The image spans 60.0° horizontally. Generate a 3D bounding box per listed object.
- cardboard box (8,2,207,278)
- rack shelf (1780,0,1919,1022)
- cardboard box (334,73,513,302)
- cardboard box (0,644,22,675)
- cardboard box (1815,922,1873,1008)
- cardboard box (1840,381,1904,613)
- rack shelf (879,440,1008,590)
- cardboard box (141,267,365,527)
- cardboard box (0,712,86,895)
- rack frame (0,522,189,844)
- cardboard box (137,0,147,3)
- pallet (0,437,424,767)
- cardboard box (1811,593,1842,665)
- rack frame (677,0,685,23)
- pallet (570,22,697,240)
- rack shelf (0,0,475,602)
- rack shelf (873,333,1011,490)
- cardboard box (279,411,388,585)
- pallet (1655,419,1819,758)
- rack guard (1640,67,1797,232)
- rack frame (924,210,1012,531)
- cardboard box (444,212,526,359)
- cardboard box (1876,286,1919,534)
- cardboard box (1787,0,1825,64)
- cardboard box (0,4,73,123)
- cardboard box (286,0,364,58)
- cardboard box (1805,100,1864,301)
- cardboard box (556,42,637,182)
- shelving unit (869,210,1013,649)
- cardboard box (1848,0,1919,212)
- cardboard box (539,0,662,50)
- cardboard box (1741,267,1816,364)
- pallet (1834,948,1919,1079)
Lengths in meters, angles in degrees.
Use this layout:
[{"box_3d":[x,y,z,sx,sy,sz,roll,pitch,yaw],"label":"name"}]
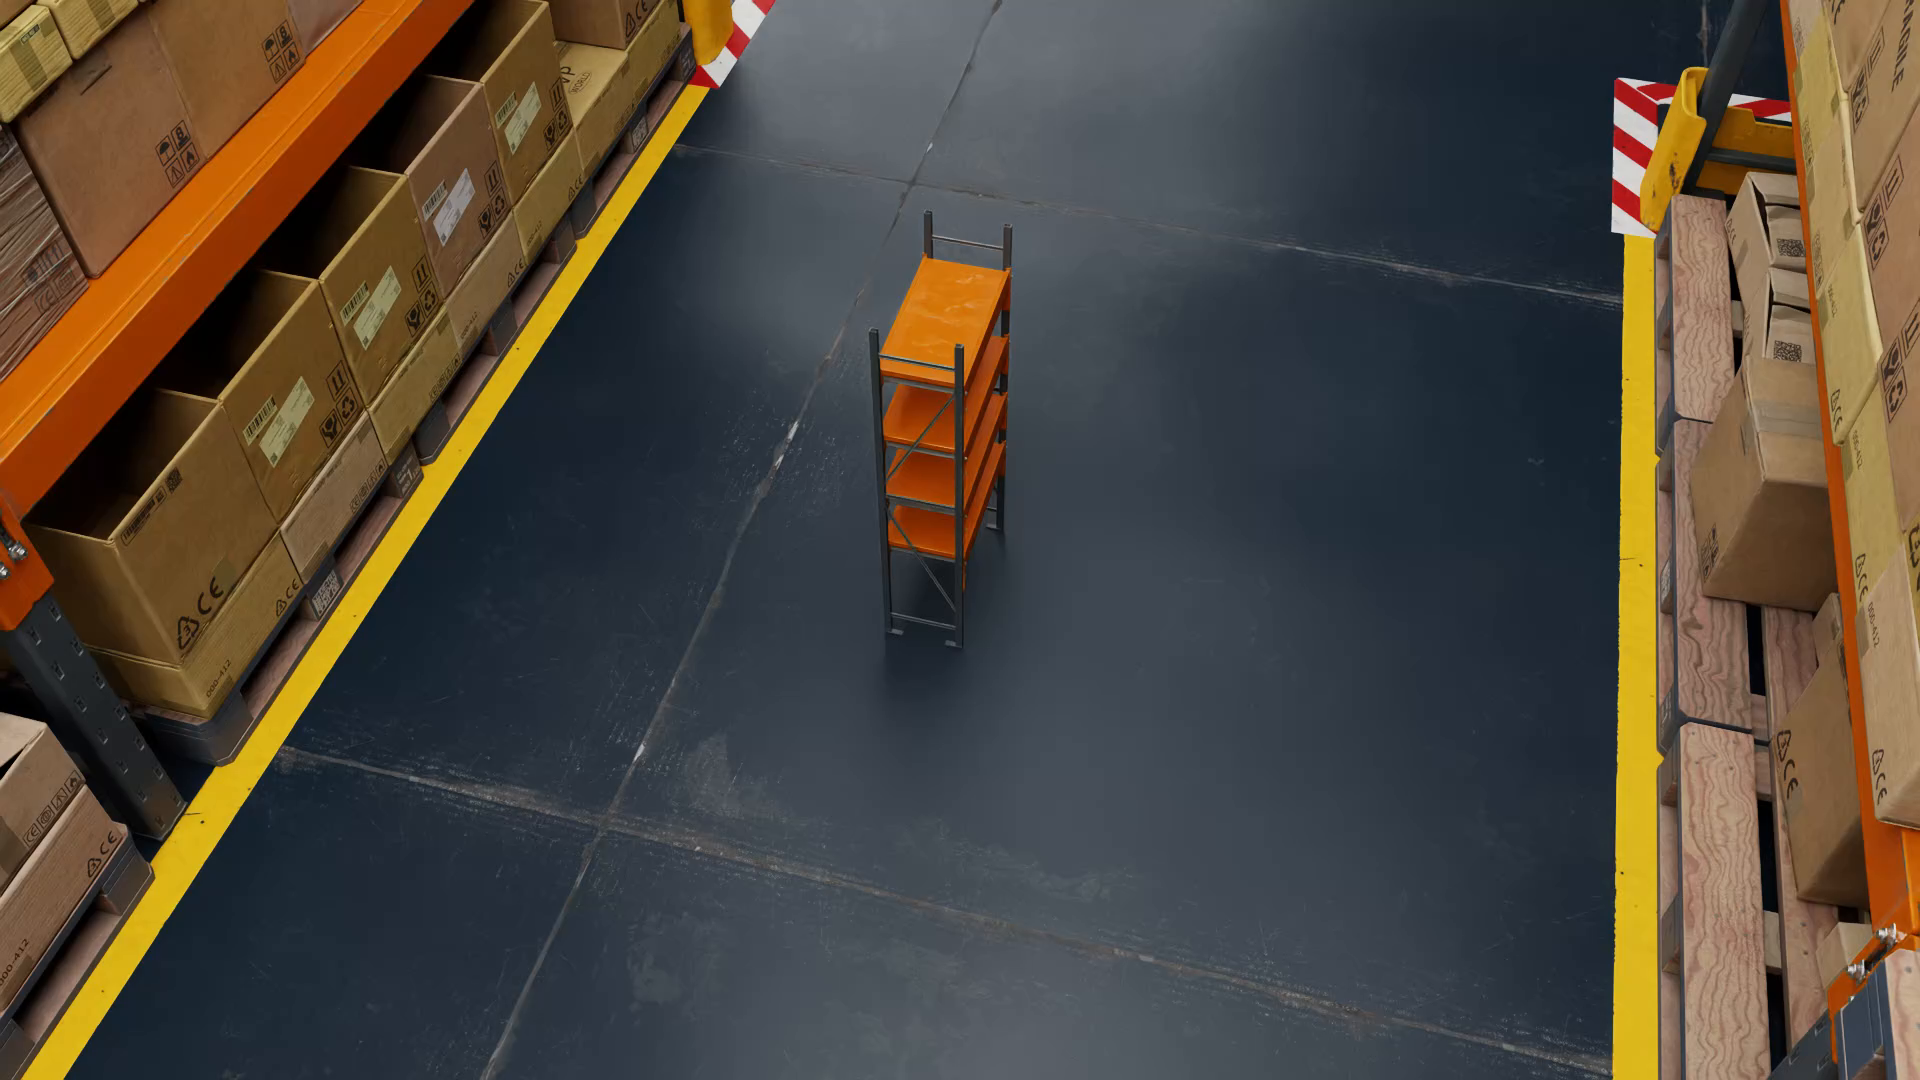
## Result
[{"box_3d":[-2.388,-1.050,4.109,0.700,0.500,0.500,11,50,10],"label":"cardboard box"},{"box_3d":[2.675,-0.545,4.210,1.077,0.370,4.000,12,50,10],"label":"rack shelf"},{"box_3d":[-1.814,-1.148,5.316,0.500,0.500,0.500,12,50,10],"label":"cardboard box"},{"box_3d":[-2.720,0.081,4.732,0.500,0.250,0.500,12,50,10],"label":"cardboard box"},{"box_3d":[2.261,1.062,3.908,0.380,0.166,0.250,6,49,5],"label":"cardboard box"},{"box_3d":[2.120,-0.055,3.384,0.500,0.250,0.500,12,50,10],"label":"cardboard box"},{"box_3d":[-0.044,-0.101,4.894,0.258,0.148,0.480,12,50,10],"label":"rack shelf"},{"box_3d":[-2.083,-0.426,4.679,0.500,0.500,0.500,12,50,10],"label":"cardboard box"},{"box_3d":[-2.461,0.623,3.879,0.500,0.311,0.500,12,50,10],"label":"cardboard box"},{"box_3d":[-2.631,-0.311,3.524,1.000,3.000,0.127,12,50,10],"label":"rack frame"},{"box_3d":[-2.106,-1.454,4.034,0.380,0.149,0.250,10,49,9],"label":"cardboard box"},{"box_3d":[-2.382,0.044,5.070,1.003,0.211,1.213,12,50,10],"label":"pallet"},{"box_3d":[2.589,0.308,4.585,0.380,0.149,0.250,8,49,7],"label":"cardboard box"},{"box_3d":[-1.578,-3.205,6.078,1.000,3.000,0.127,12,50,10],"label":"rack frame"},{"box_3d":[-1.739,-1.721,6.628,1.003,0.211,1.213,12,50,10],"label":"pallet"},{"box_3d":[-2.105,-1.520,5.071,1.077,0.370,4.000,12,50,10],"label":"rack shelf"},{"box_3d":[-0.044,-0.381,4.577,0.258,0.148,0.480,12,50,10],"label":"rack shelf"},{"box_3d":[-2.080,-0.177,4.959,0.500,0.250,0.500,12,50,10],"label":"cardboard box"},{"box_3d":[2.611,0.208,4.926,1.003,0.211,1.213,12,50,10],"label":"pallet"},{"box_3d":[3.182,-1.348,6.106,1.175,0.500,0.348,12,50,10],"label":"rack guard"},{"box_3d":[0.021,-0.454,4.850,0.240,1.200,0.015,12,50,10],"label":"rack frame"},{"box_3d":[-1.818,-0.900,5.598,0.500,0.250,0.500,12,50,10],"label":"cardboard box"},{"box_3d":[2.101,-0.307,3.107,0.500,0.500,0.500,11,50,10],"label":"cardboard box"},{"box_3d":[2.644,-1.518,4.676,0.500,0.250,0.500,10,49,9],"label":"cardboard box"},{"box_3d":[-2.241,-1.084,3.707,0.380,0.149,0.250,10,49,9],"label":"cardboard box"},{"box_3d":[-2.118,-1.782,4.756,0.700,0.500,0.500,13,50,11],"label":"cardboard box"},{"box_3d":[2.369,-0.786,4.029,0.500,0.250,0.500,12,50,10],"label":"cardboard box"},{"box_3d":[-1.555,-1.624,6.236,0.500,0.250,0.500,12,50,10],"label":"cardboard box"},{"box_3d":[-0.044,-0.277,4.694,0.258,1.200,0.503,12,50,10],"label":"shelving unit"},{"box_3d":[2.380,-1.045,3.758,0.500,0.500,0.500,13,50,11],"label":"cardboard box"},{"box_3d":[-1.433,-2.235,6.276,0.500,0.500,0.500,12,50,10],"label":"cardboard box"},{"box_3d":[2.783,-0.591,5.271,0.500,0.311,0.500,15,50,13],"label":"cardboard box"},{"box_3d":[1.807,1.251,2.273,1.003,0.211,1.213,12,50,10],"label":"pallet"}]
